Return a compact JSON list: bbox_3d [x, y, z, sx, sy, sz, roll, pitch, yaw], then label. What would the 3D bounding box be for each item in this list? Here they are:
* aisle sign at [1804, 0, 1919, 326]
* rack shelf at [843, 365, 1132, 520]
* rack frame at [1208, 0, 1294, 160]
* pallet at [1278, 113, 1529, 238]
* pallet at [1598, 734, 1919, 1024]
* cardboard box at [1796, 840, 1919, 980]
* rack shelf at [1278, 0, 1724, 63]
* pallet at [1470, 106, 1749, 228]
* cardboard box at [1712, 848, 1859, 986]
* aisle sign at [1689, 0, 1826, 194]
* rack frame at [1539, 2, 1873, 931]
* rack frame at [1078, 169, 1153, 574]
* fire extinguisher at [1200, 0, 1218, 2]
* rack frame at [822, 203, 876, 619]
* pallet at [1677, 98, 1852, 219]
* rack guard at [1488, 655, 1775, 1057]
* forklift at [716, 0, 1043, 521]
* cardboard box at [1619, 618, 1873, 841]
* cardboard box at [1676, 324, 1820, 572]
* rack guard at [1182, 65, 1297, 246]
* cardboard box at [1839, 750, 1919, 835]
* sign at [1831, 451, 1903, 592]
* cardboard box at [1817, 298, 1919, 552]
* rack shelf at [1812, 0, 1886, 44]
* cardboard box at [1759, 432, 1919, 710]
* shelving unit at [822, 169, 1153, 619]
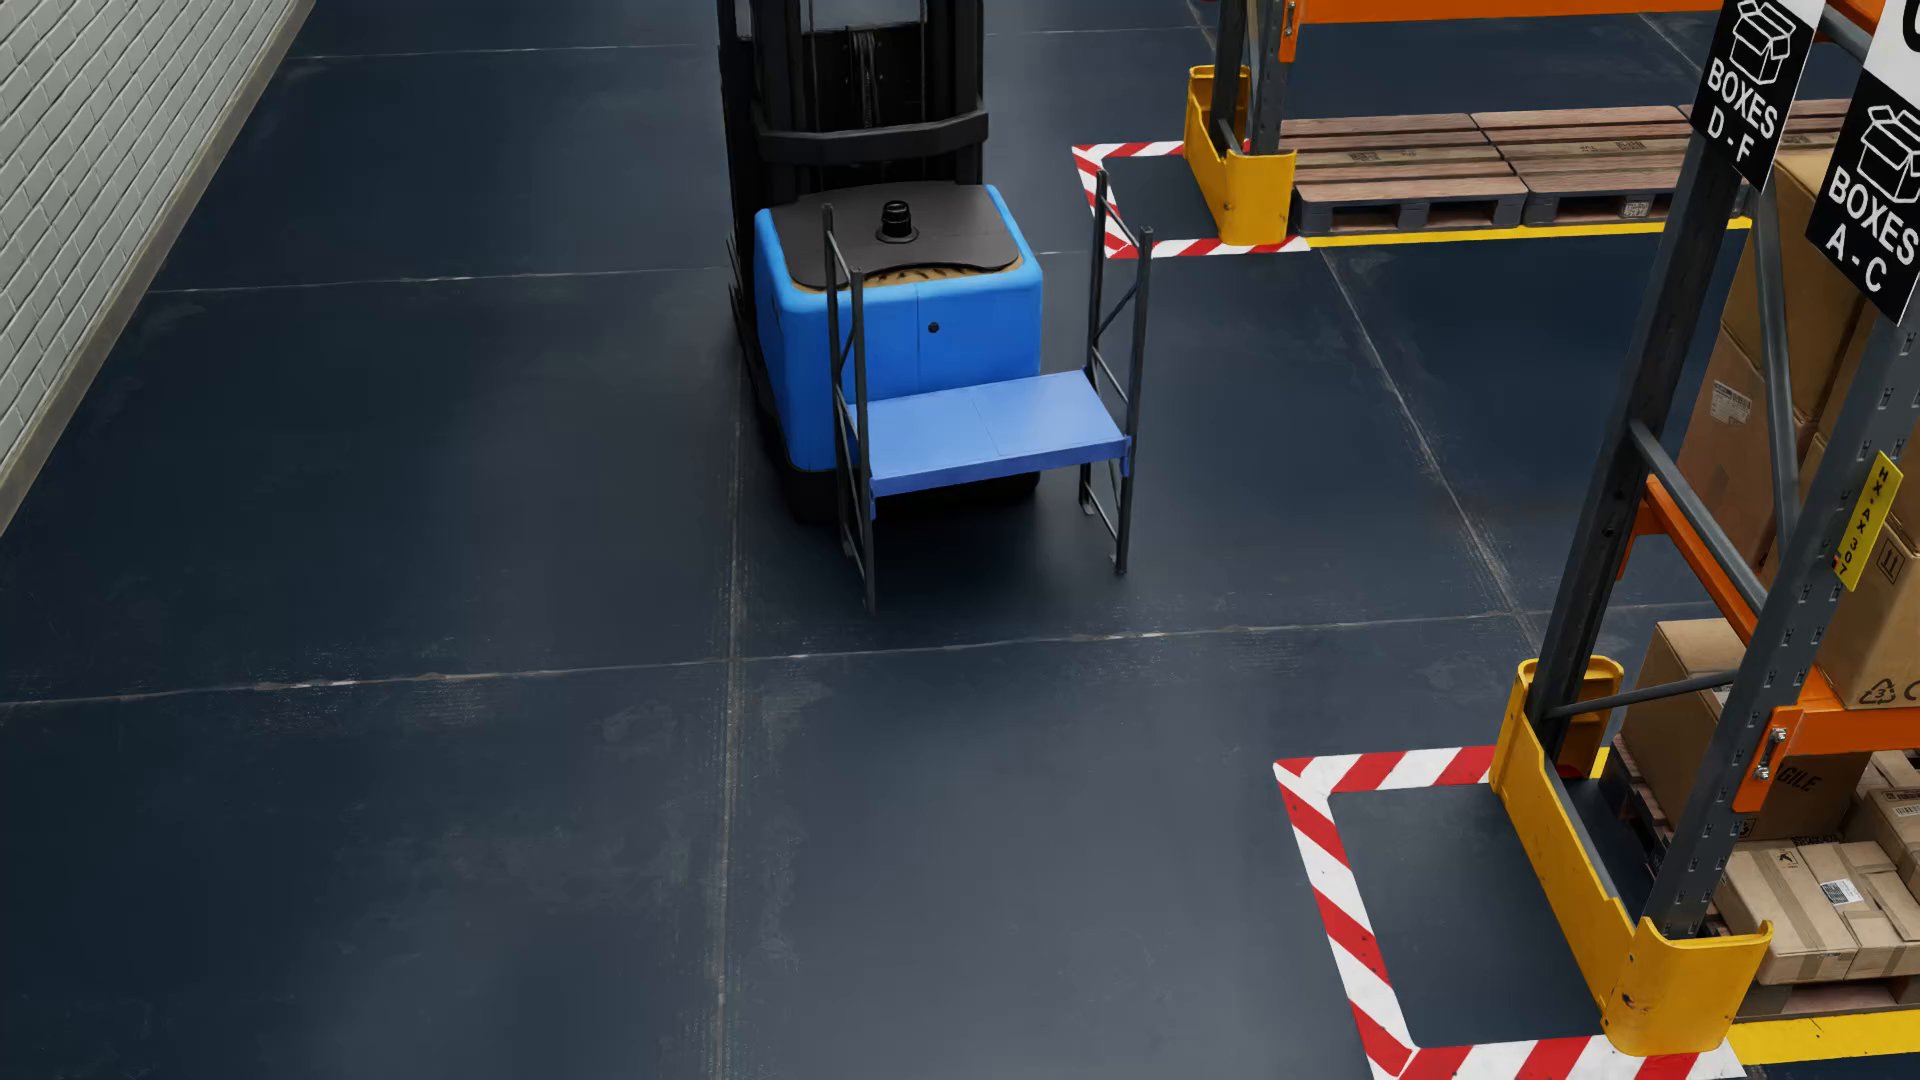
[{"bbox_3d":[1.913,-0.871,3.333,0.004,0.787,0.394,-3,38,-4],"label":"aisle sign"},{"bbox_3d":[0.087,-0.381,6.313,1.000,0.185,0.538,-10,39,-12],"label":"rack shelf"},{"bbox_3d":[1.520,-3.092,8.247,0.127,3.000,1.000,-3,38,-4],"label":"rack frame"},{"bbox_3d":[2.345,-2.018,9.137,1.213,0.211,1.003,-3,38,-4],"label":"pallet"},{"bbox_3d":[2.825,1.011,5.298,1.213,0.211,1.003,-3,38,-4],"label":"pallet"},{"bbox_3d":[2.652,1.080,4.892,0.250,0.166,0.380,-3,38,-4],"label":"cardboard box"},{"bbox_3d":[3.512,-2.919,8.608,4.000,0.370,1.077,-3,38,-4],"label":"rack shelf"},{"bbox_3d":[3.557,-2.083,9.220,1.213,0.211,1.003,-3,38,-4],"label":"pallet"},{"bbox_3d":[2.403,1.100,4.880,0.250,0.149,0.380,-3,38,-4],"label":"cardboard box"},{"bbox_3d":[1.860,-1.241,3.802,0.004,0.787,0.394,-3,38,-4],"label":"aisle sign"},{"bbox_3d":[1.955,-0.033,4.370,0.053,2.616,0.949,-3,38,-4],"label":"rack frame"},{"bbox_3d":[0.577,-0.607,6.308,0.032,1.500,0.500,-10,39,-12],"label":"rack frame"},{"bbox_3d":[1.330,-3.187,8.731,0.183,0.674,0.296,-3,38,-4],"label":"fire extinguisher"},{"bbox_3d":[-0.402,-0.438,6.094,0.032,1.500,0.500,-10,39,-12],"label":"rack frame"},{"bbox_3d":[4.775,-2.152,9.307,1.213,0.211,1.003,-3,38,-4],"label":"pallet"},{"bbox_3d":[2.031,0.942,5.152,0.348,0.500,1.175,-3,38,-4],"label":"rack guard"},{"bbox_3d":[-0.499,-2.146,7.103,1.130,2.935,3.031,-8,39,-10],"label":"forklift"},{"bbox_3d":[2.475,0.592,5.241,0.500,0.500,0.500,-3,38,-4],"label":"cardboard box"},{"bbox_3d":[2.377,-0.267,4.586,0.500,0.500,0.500,-2,38,-3],"label":"cardboard box"},{"bbox_3d":[1.497,-2.101,9.009,0.348,0.500,1.175,-3,38,-4],"label":"rack guard"},{"bbox_3d":[2.886,0.756,5.302,0.250,0.166,0.380,-3,38,-4],"label":"cardboard box"},{"bbox_3d":[2.003,-0.040,3.680,0.005,0.325,0.100,-3,38,-4],"label":"sign"},{"bbox_3d":[2.421,-0.329,3.857,0.500,0.500,0.500,-2,38,-3],"label":"cardboard box"},{"bbox_3d":[3.947,-1.040,3.806,4.000,0.370,1.077,-3,38,-4],"label":"rack shelf"},{"bbox_3d":[3.659,-0.170,4.463,3.026,0.500,1.079,-3,38,-3],"label":"cardboard box"},{"bbox_3d":[0.087,-0.522,6.201,1.048,1.500,0.538,-10,39,-12],"label":"shelving unit"}]
